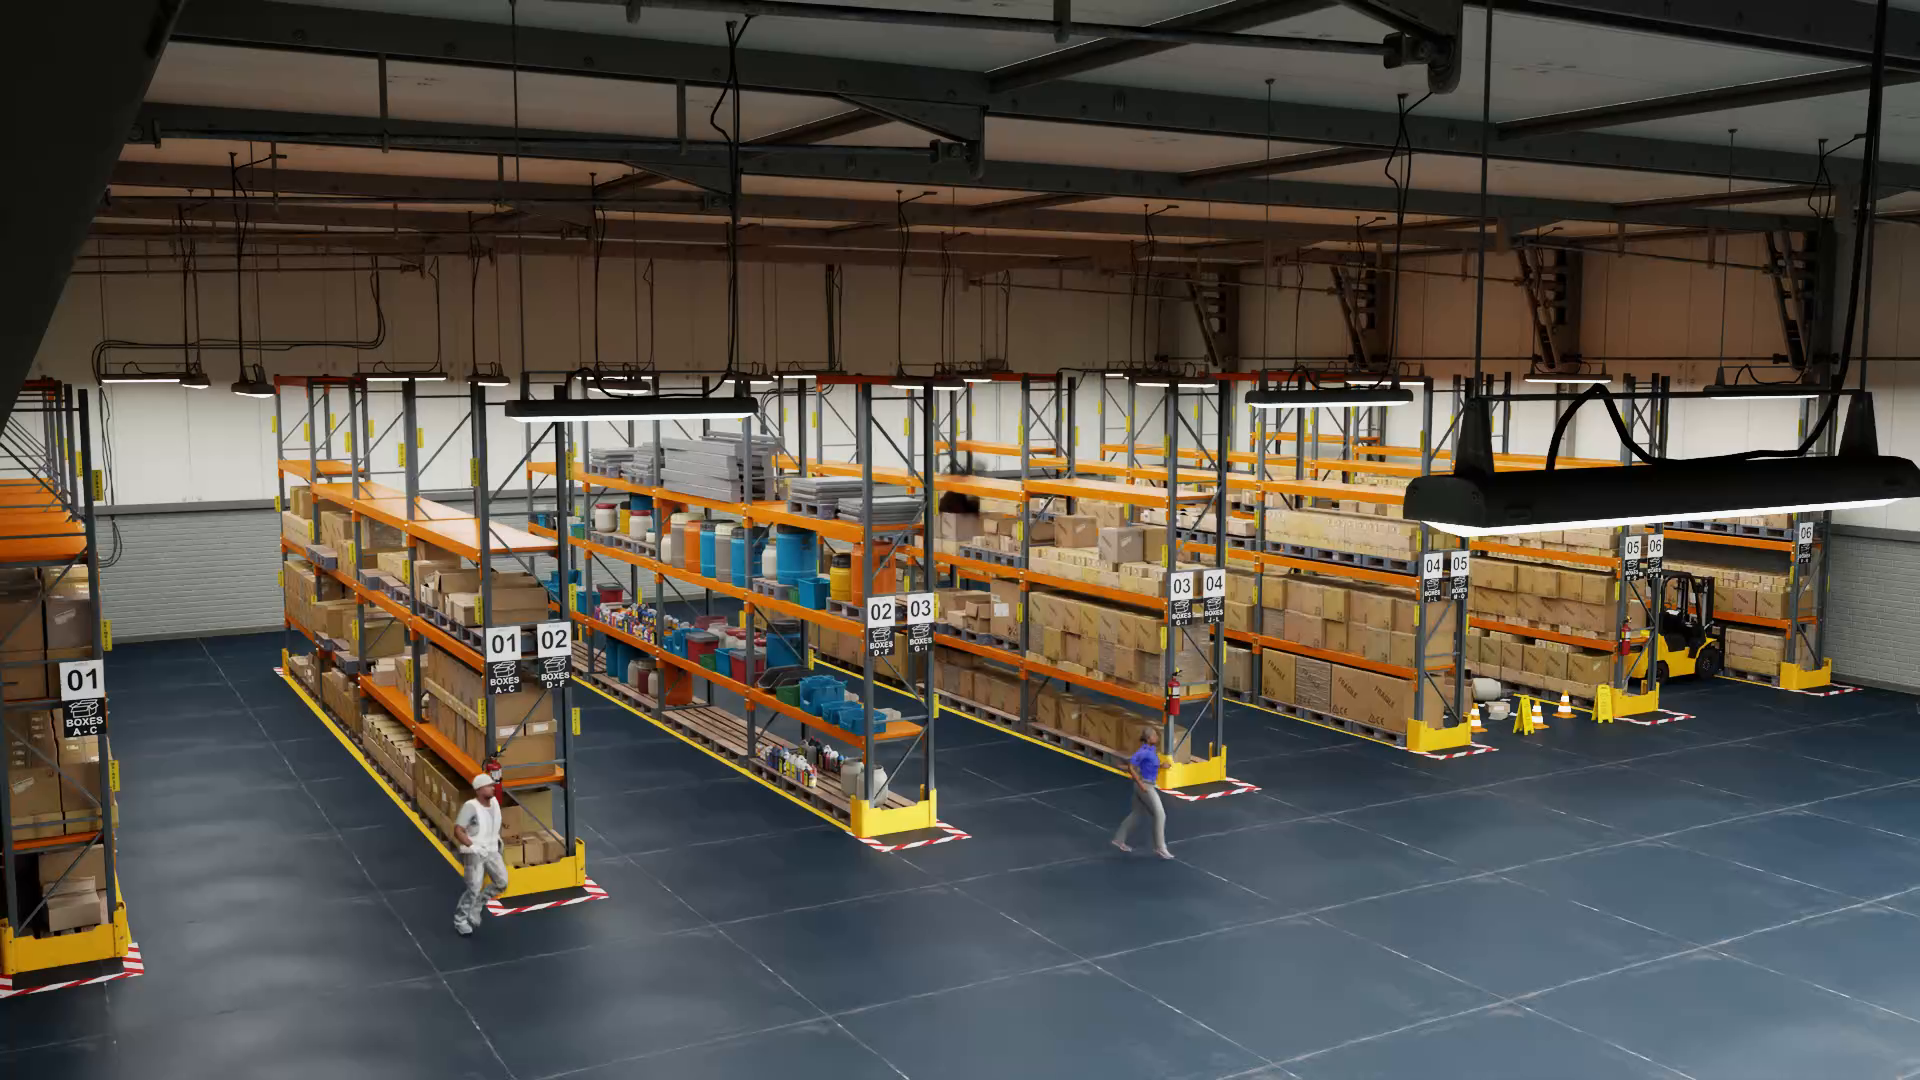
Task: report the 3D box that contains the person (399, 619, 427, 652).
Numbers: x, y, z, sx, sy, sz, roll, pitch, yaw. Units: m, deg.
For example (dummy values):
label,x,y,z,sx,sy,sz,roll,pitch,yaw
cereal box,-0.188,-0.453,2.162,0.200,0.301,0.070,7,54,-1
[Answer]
label,x,y,z,sx,sy,sz,roll,pitch,yaw
person,-11.075,1.777,33.799,0.708,1.719,0.612,-5,8,-38

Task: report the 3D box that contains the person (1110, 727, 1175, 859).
label,x,y,z,sx,sy,sz,roll,pitch,yaw
person,2.322,3.209,21.136,0.814,1.709,0.555,0,6,0

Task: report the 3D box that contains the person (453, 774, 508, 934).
label,x,y,z,sx,sy,sz,roll,pitch,yaw
person,-5.267,3.453,18.451,0.543,1.716,0.746,3,7,28
